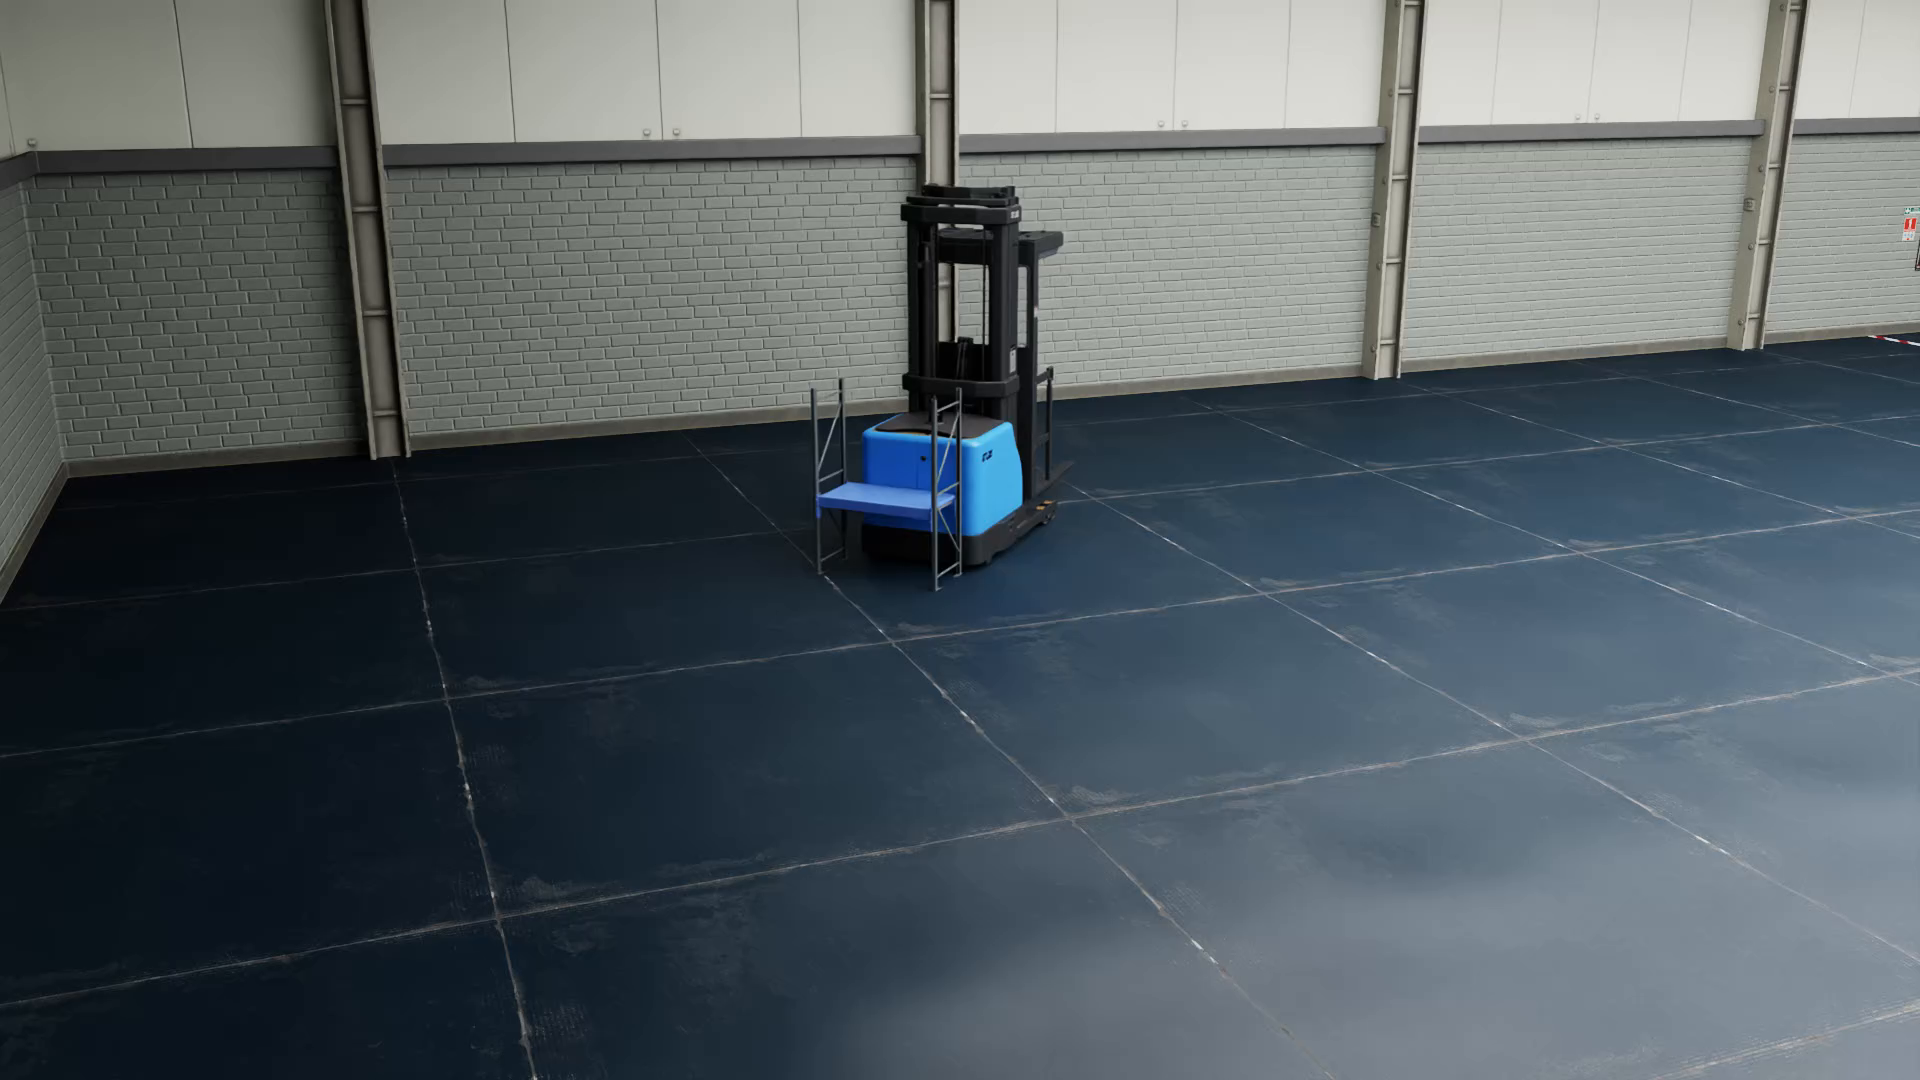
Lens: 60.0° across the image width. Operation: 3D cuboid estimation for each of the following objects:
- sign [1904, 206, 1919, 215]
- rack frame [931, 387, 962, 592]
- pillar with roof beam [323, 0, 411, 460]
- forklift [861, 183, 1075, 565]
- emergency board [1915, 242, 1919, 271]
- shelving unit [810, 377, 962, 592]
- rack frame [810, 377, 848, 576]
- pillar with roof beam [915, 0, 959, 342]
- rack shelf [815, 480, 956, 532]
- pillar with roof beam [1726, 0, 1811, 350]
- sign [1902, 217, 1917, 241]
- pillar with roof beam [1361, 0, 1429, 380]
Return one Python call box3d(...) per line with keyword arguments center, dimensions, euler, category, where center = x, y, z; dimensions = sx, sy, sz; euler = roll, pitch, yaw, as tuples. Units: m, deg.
box3d(center=(13.695, -4.733, 23.888), dimensions=(0.331, 0.109, 0.001), euler=(-6, 17, -20), category="sign")
box3d(center=(-0.101, -0.385, 12.748), dimensions=(0.032, 1.500, 0.500), euler=(7, 18, 23), category="rack frame")
box3d(center=(-4.309, -4.057, 11.944), dimensions=(0.400, 9.000, 9.100), euler=(-6, 17, -20), category="pillar with roof beam")
box3d(center=(0.219, -1.578, 14.270), dimensions=(1.130, 2.935, 3.031), euler=(6, 18, 21), category="forklift")
box3d(center=(14.226, -4.496, 24.085), dimensions=(0.626, 1.169, 0.157), euler=(-6, 17, -20), category="emergency board")
box3d(center=(-0.565, -0.444, 12.947), dimensions=(1.048, 1.500, 0.538), euler=(7, 18, 23), category="shelving unit")
box3d(center=(-1.030, -0.502, 13.145), dimensions=(0.032, 1.500, 0.500), euler=(7, 18, 23), category="rack frame")
box3d(center=(1.294, -4.662, 14.003), dimensions=(0.400, 9.000, 9.100), euler=(-6, 17, -20), category="pillar with roof beam")
box3d(center=(-0.565, -0.271, 12.997), dimensions=(1.000, 0.185, 0.538), euler=(7, 18, 23), category="rack shelf")
box3d(center=(12.500, -5.872, 18.123), dimensions=(0.400, 9.000, 9.100), euler=(-6, 17, -20), category="pillar with roof beam")
box3d(center=(13.687, -4.481, 23.969), dimensions=(0.234, 0.329, 0.001), euler=(-6, 17, -20), category="sign")
box3d(center=(6.897, -5.267, 16.063), dimensions=(0.400, 9.000, 9.100), euler=(-6, 17, -20), category="pillar with roof beam")
